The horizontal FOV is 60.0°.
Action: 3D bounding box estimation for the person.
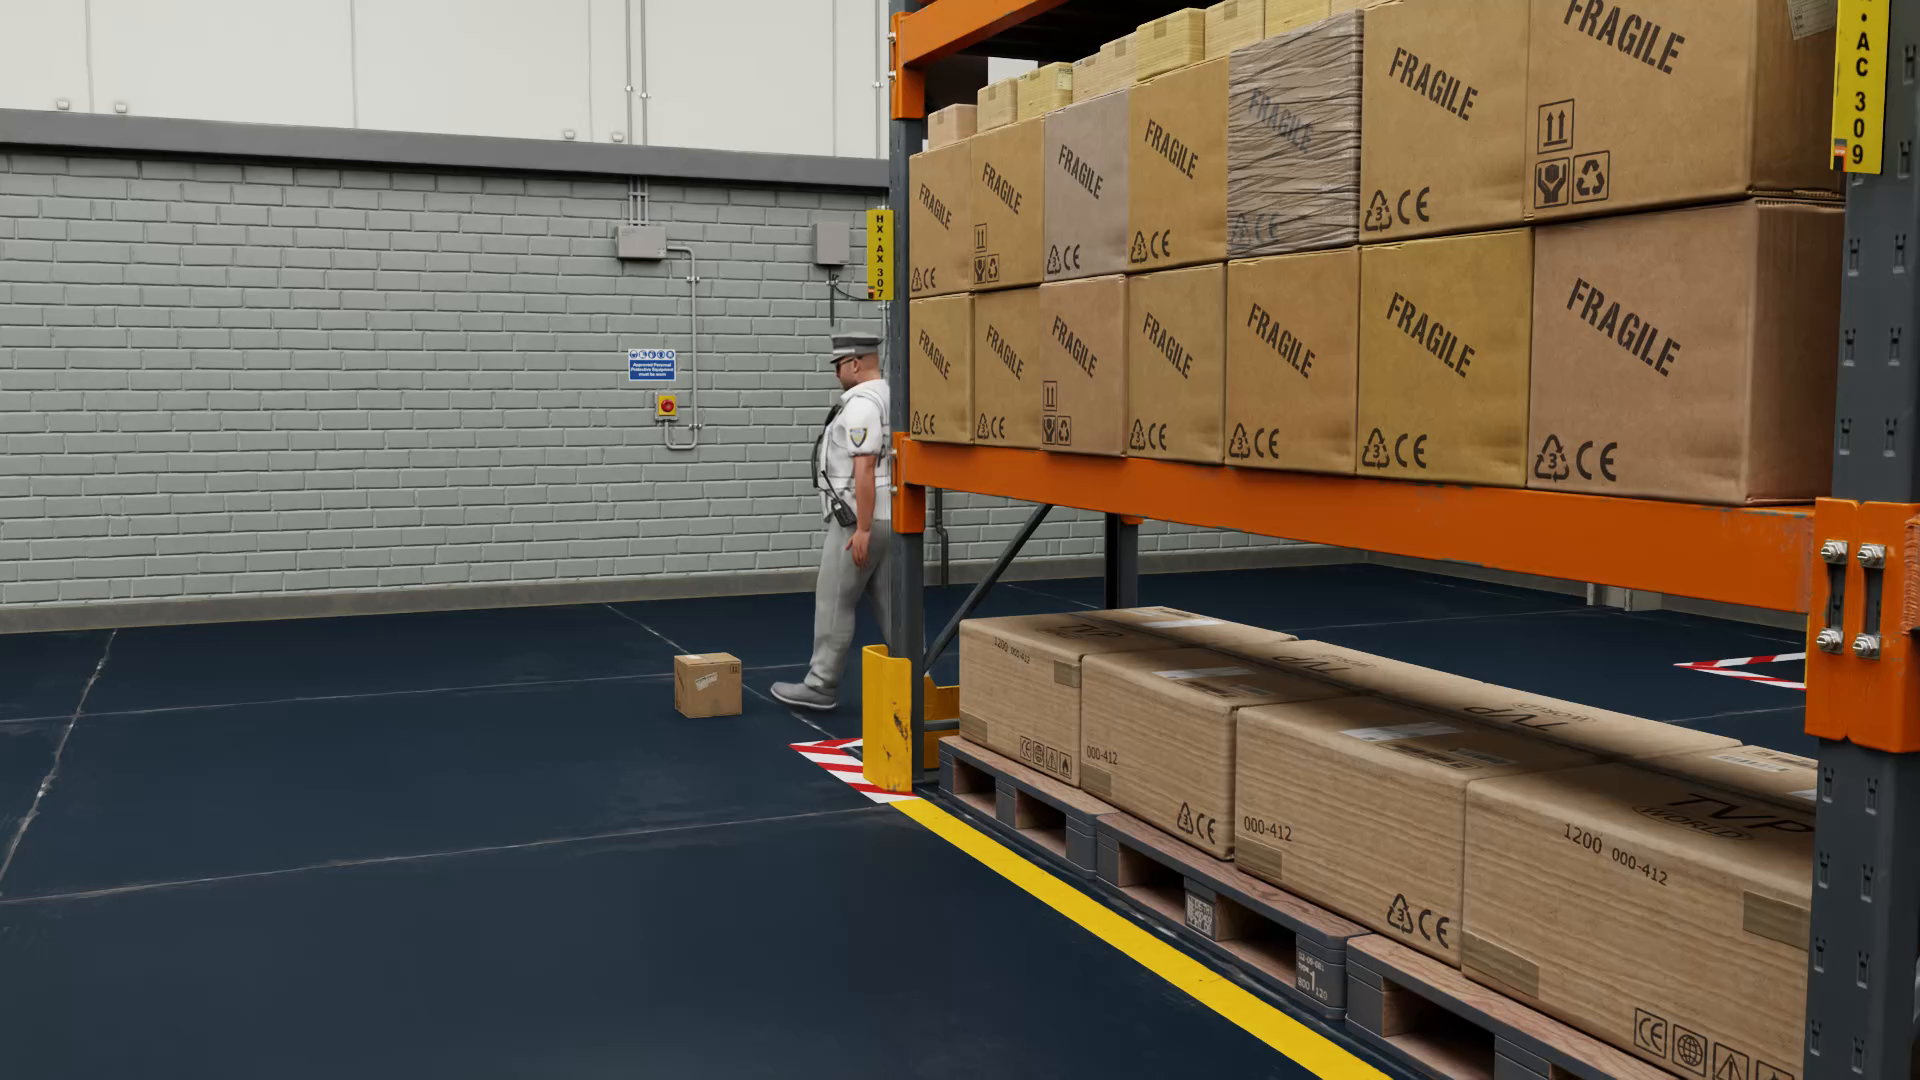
[{"bbox_3d":[-0.505,-0.079,7.584,0.767,1.734,0.550,2,6,19],"label":"person"}]
